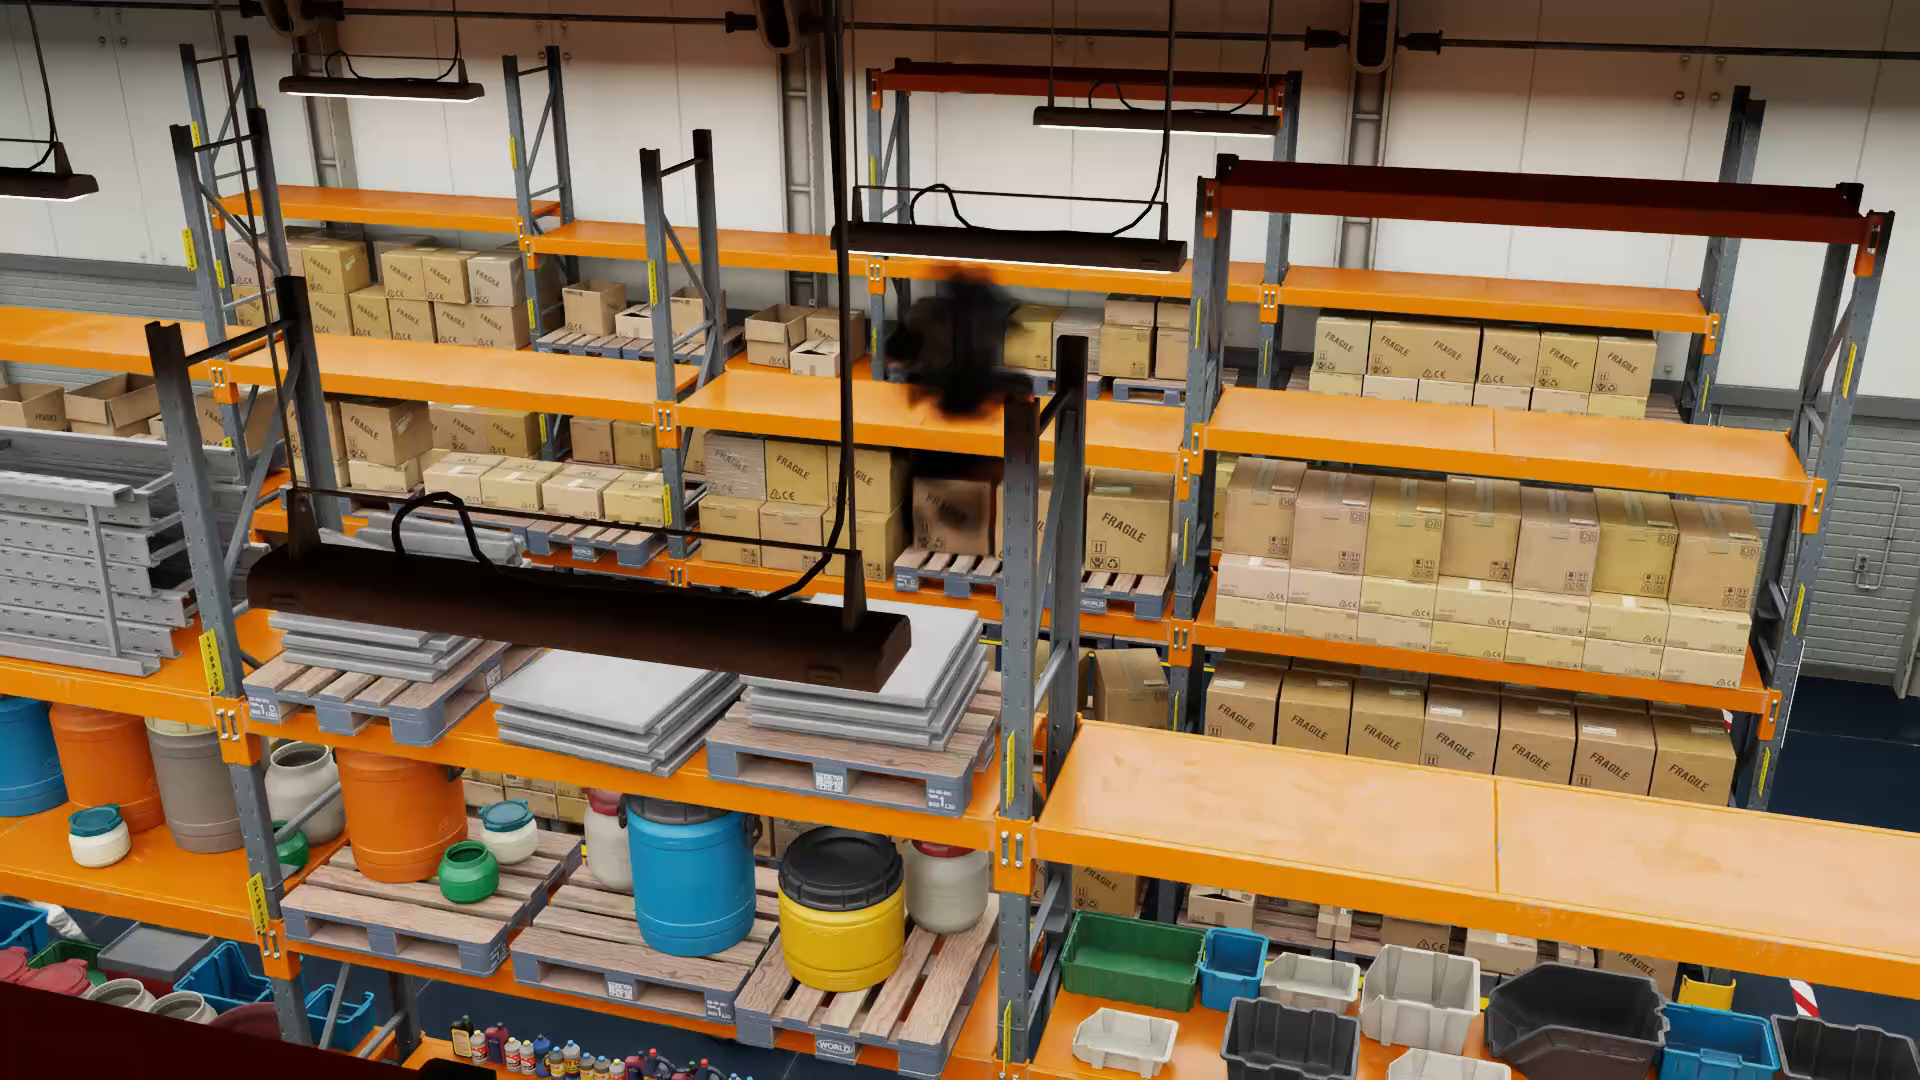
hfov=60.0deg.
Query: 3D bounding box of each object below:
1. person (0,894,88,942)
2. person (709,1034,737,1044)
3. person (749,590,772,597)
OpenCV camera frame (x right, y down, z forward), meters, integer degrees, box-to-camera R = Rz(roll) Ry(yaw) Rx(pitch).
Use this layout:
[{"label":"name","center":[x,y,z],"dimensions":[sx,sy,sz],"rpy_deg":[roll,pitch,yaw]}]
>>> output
[{"label":"person","center":[-7.187,2.443,12.517],"dimensions":[0.993,1.766,0.662],"rpy_deg":[6,23,14]},{"label":"person","center":[-1.801,2.789,11.785],"dimensions":[0.563,1.727,0.635],"rpy_deg":[6,23,13]},{"label":"person","center":[-1.856,1.178,15.749],"dimensions":[0.571,1.696,0.634],"rpy_deg":[9,24,21]}]
